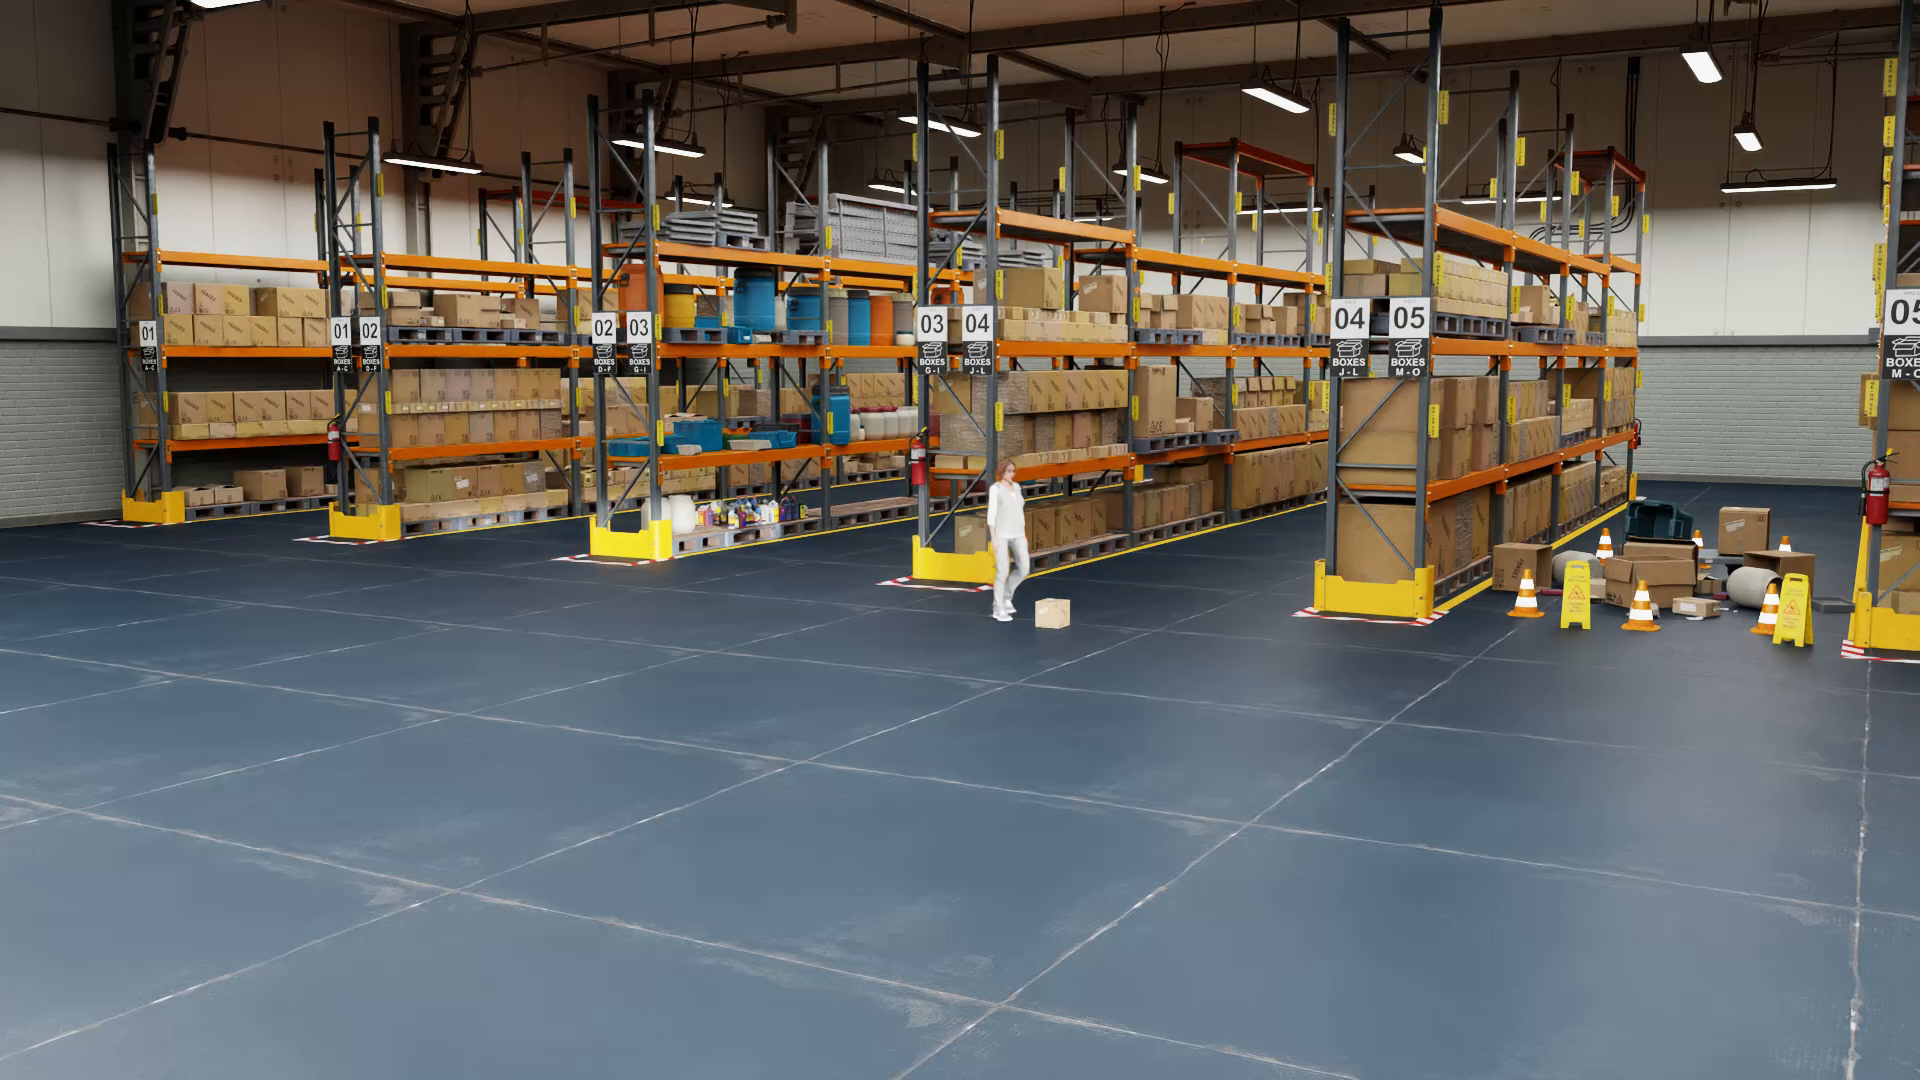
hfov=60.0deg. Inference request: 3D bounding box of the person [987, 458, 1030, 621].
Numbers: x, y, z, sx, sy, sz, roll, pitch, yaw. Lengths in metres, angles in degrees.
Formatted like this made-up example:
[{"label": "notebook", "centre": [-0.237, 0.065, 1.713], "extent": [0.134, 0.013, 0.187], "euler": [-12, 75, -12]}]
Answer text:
[{"label": "person", "centre": [0.458, -0.009, 16.500], "extent": [0.436, 1.603, 0.394], "euler": [-5, 8, -37]}]
